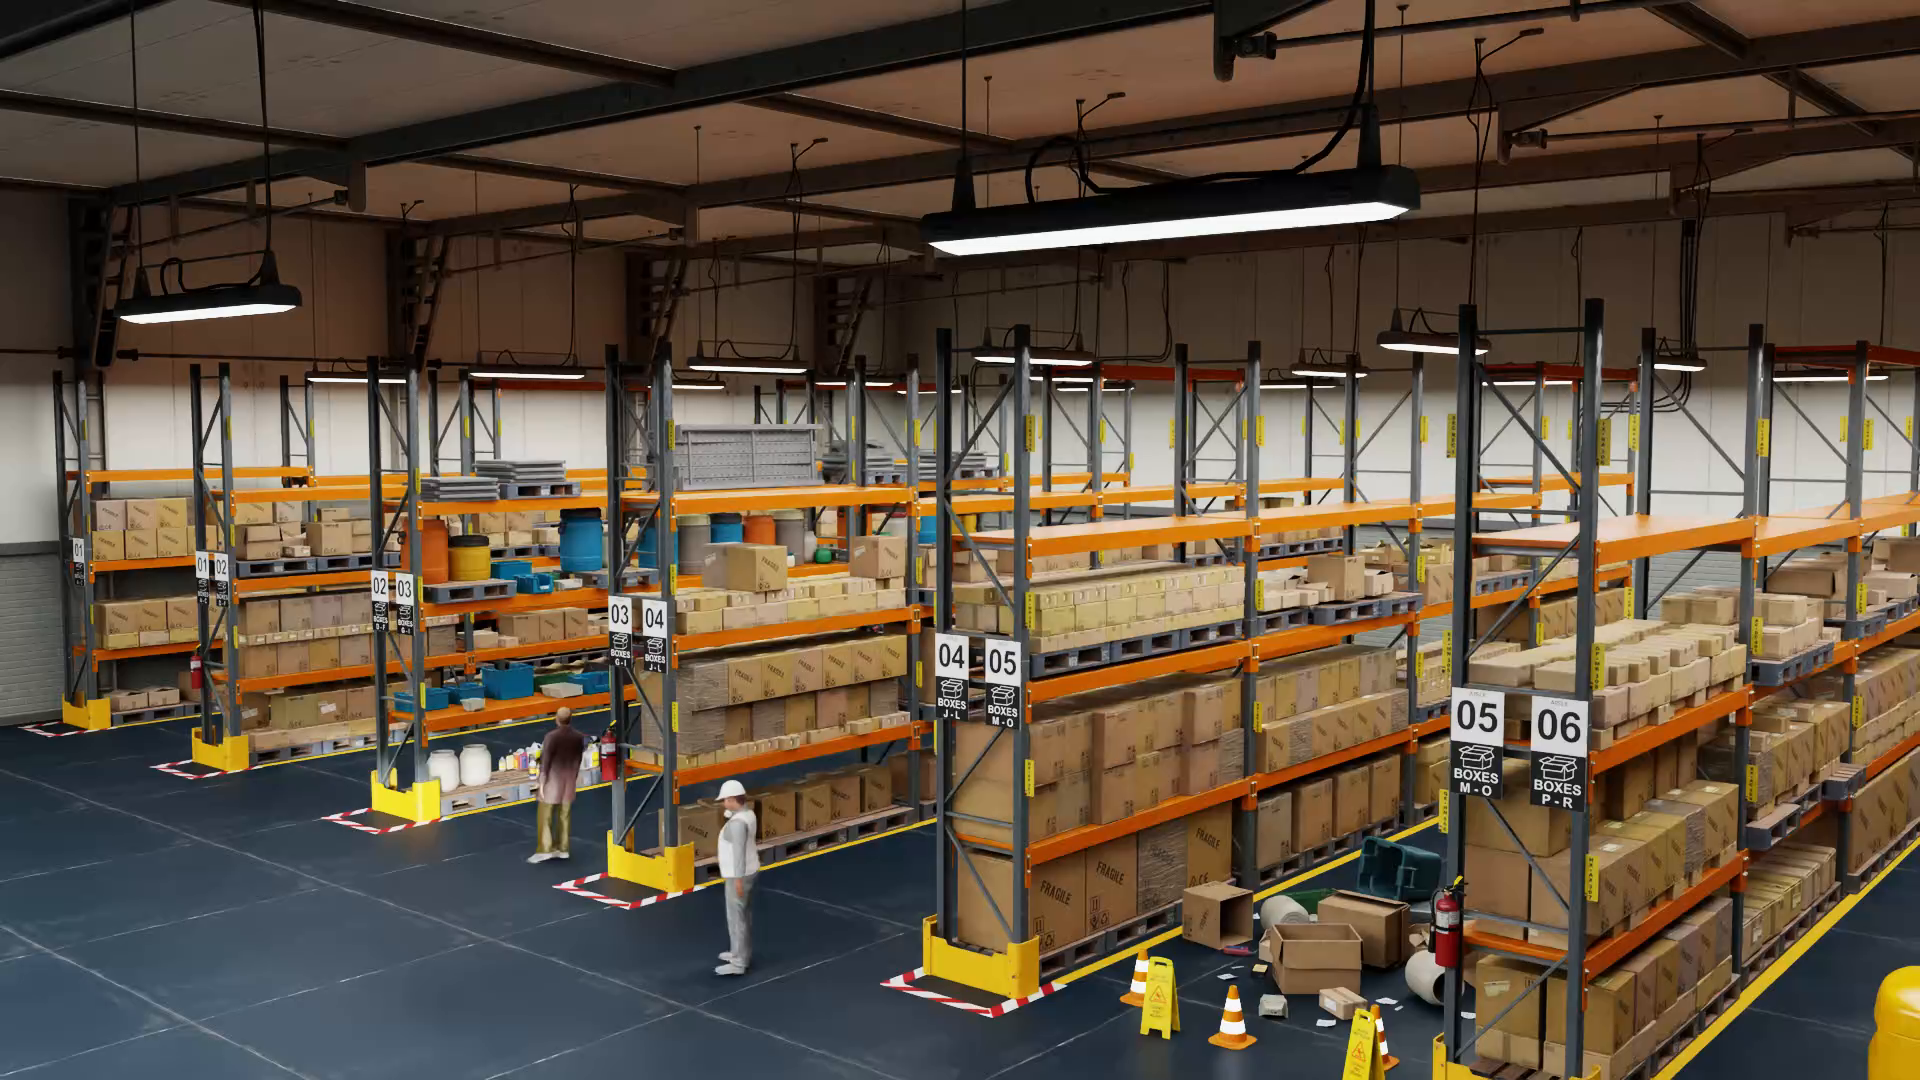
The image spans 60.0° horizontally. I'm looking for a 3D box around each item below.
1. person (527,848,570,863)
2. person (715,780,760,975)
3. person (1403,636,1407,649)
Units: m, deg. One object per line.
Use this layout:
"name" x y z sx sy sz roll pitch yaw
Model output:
"person" -4.765 2.999 19.580 0.395 1.569 0.643 4 6 42
"person" -2.112 3.145 15.676 0.428 1.769 0.579 0 4 6
"person" 7.929 2.319 29.532 0.312 1.282 0.431 2 5 29
